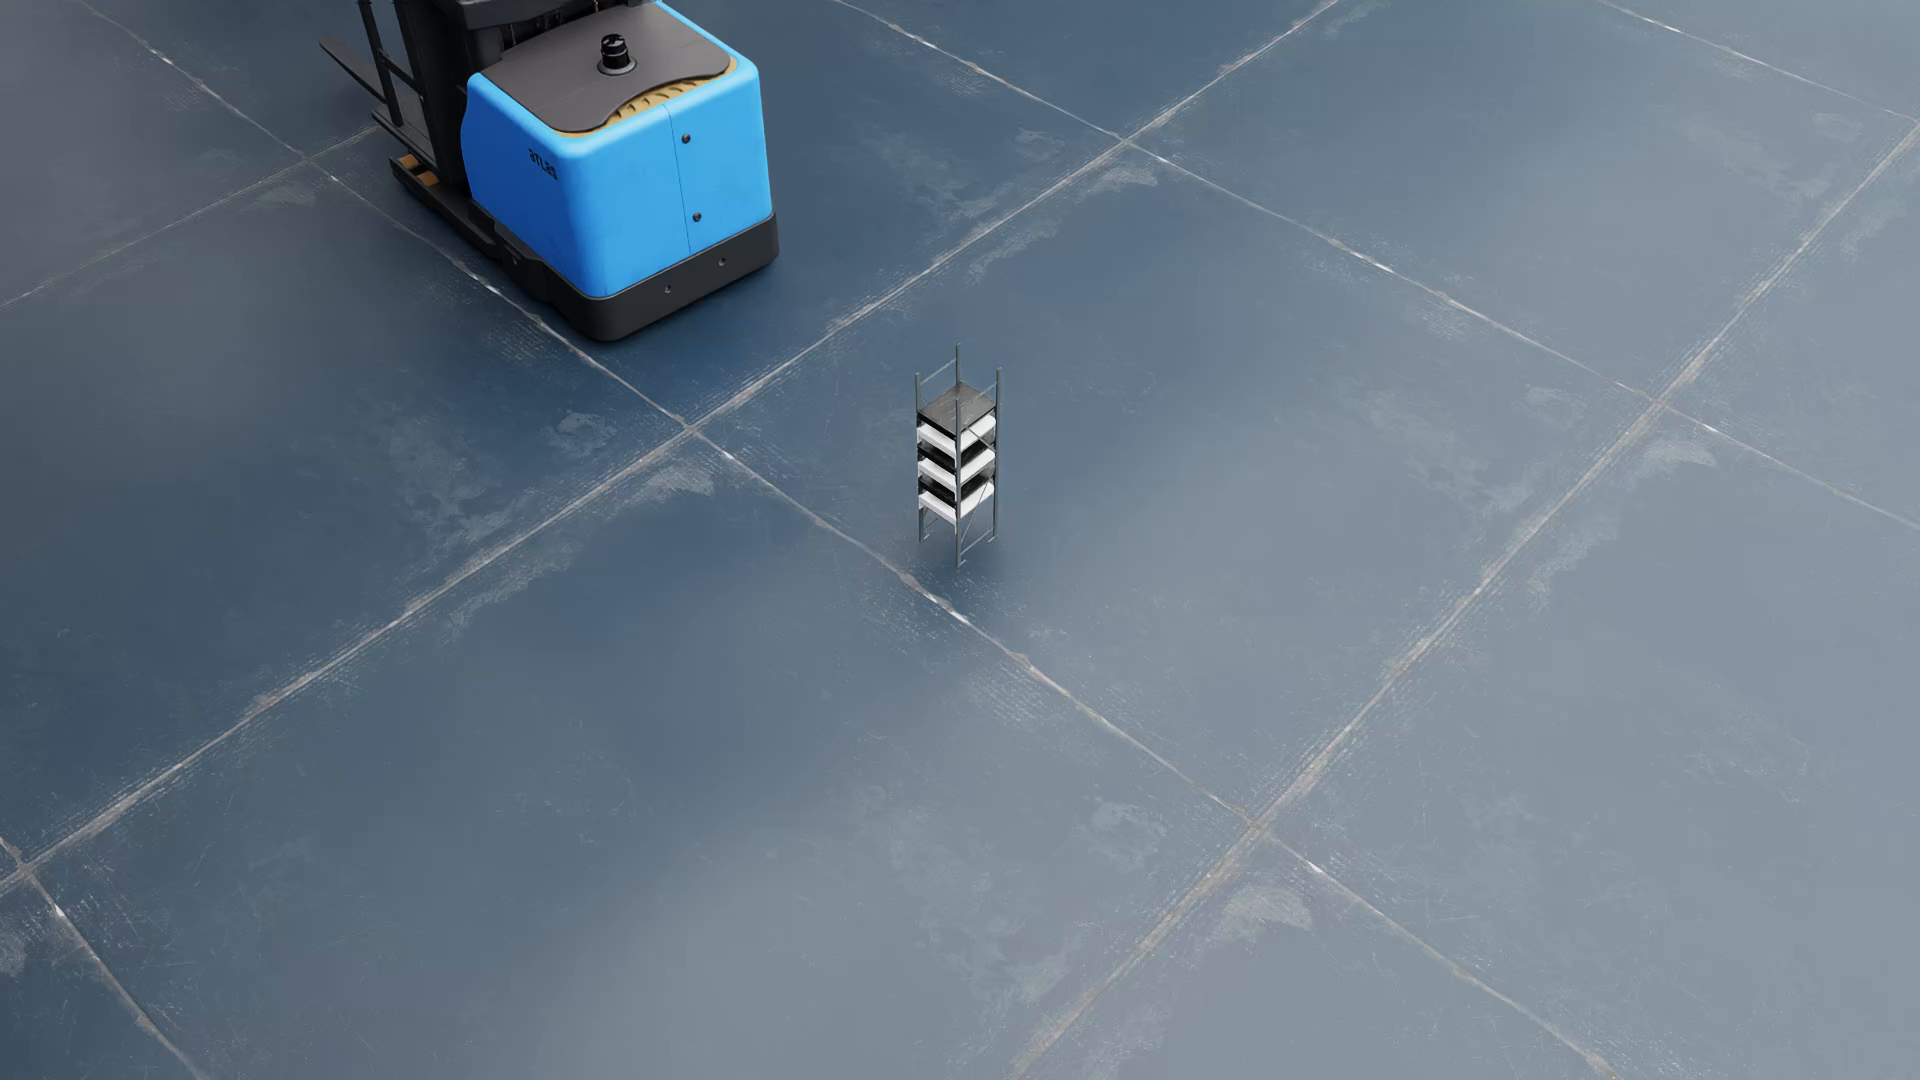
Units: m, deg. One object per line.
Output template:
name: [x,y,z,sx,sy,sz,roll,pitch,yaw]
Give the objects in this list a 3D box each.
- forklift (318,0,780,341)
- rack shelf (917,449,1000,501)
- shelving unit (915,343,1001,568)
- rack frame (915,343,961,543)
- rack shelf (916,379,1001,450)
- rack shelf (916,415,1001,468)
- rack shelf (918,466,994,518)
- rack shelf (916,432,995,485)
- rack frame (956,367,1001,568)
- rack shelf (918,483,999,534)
forklift: [-2.216,-2.896,7.459,1.130,2.935,3.031,-33,55,-27]
rack shelf: [-0.006,-0.289,6.450,0.200,0.077,0.258,34,55,28]
shelving unit: [-0.006,-0.312,6.426,0.210,0.900,0.258,34,55,28]
rack frame: [-0.081,-0.362,6.473,0.006,0.900,0.240,34,55,28]
rack shelf: [-0.006,-0.474,6.253,0.200,0.077,0.258,34,55,28]
rack shelf: [-0.006,-0.412,6.319,0.200,0.077,0.258,34,55,28]
rack shelf: [-0.006,-0.228,6.516,0.200,0.077,0.258,34,55,28]
rack shelf: [-0.006,-0.351,6.384,0.200,0.077,0.258,34,55,28]
rack frame: [0.069,-0.262,6.379,0.006,0.900,0.240,34,55,28]
rack shelf: [-0.006,-0.166,6.581,0.200,0.077,0.258,34,55,28]
